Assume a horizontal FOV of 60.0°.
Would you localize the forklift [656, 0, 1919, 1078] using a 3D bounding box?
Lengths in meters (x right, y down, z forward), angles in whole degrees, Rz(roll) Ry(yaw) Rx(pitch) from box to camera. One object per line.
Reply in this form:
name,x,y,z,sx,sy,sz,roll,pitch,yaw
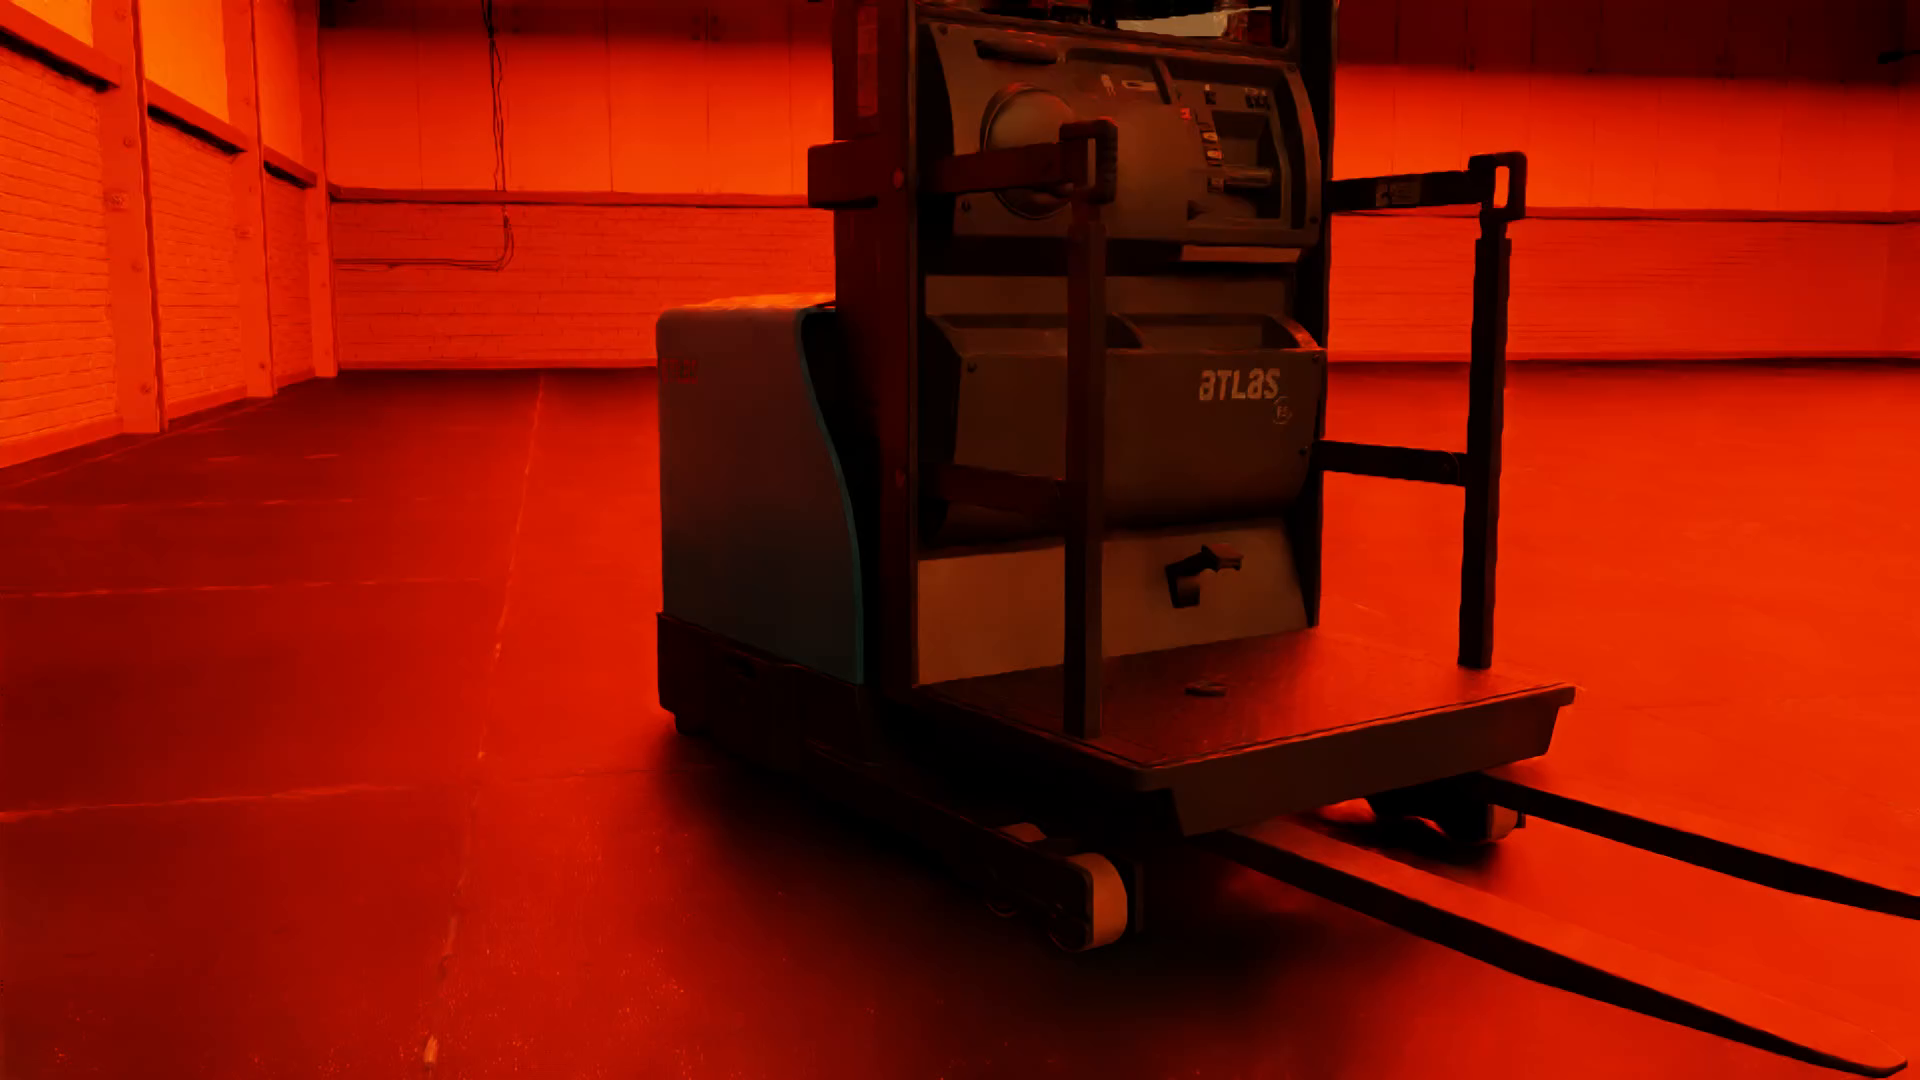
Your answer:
forklift,0.468,-0.836,3.111,1.130,2.935,3.031,-5,10,-33
